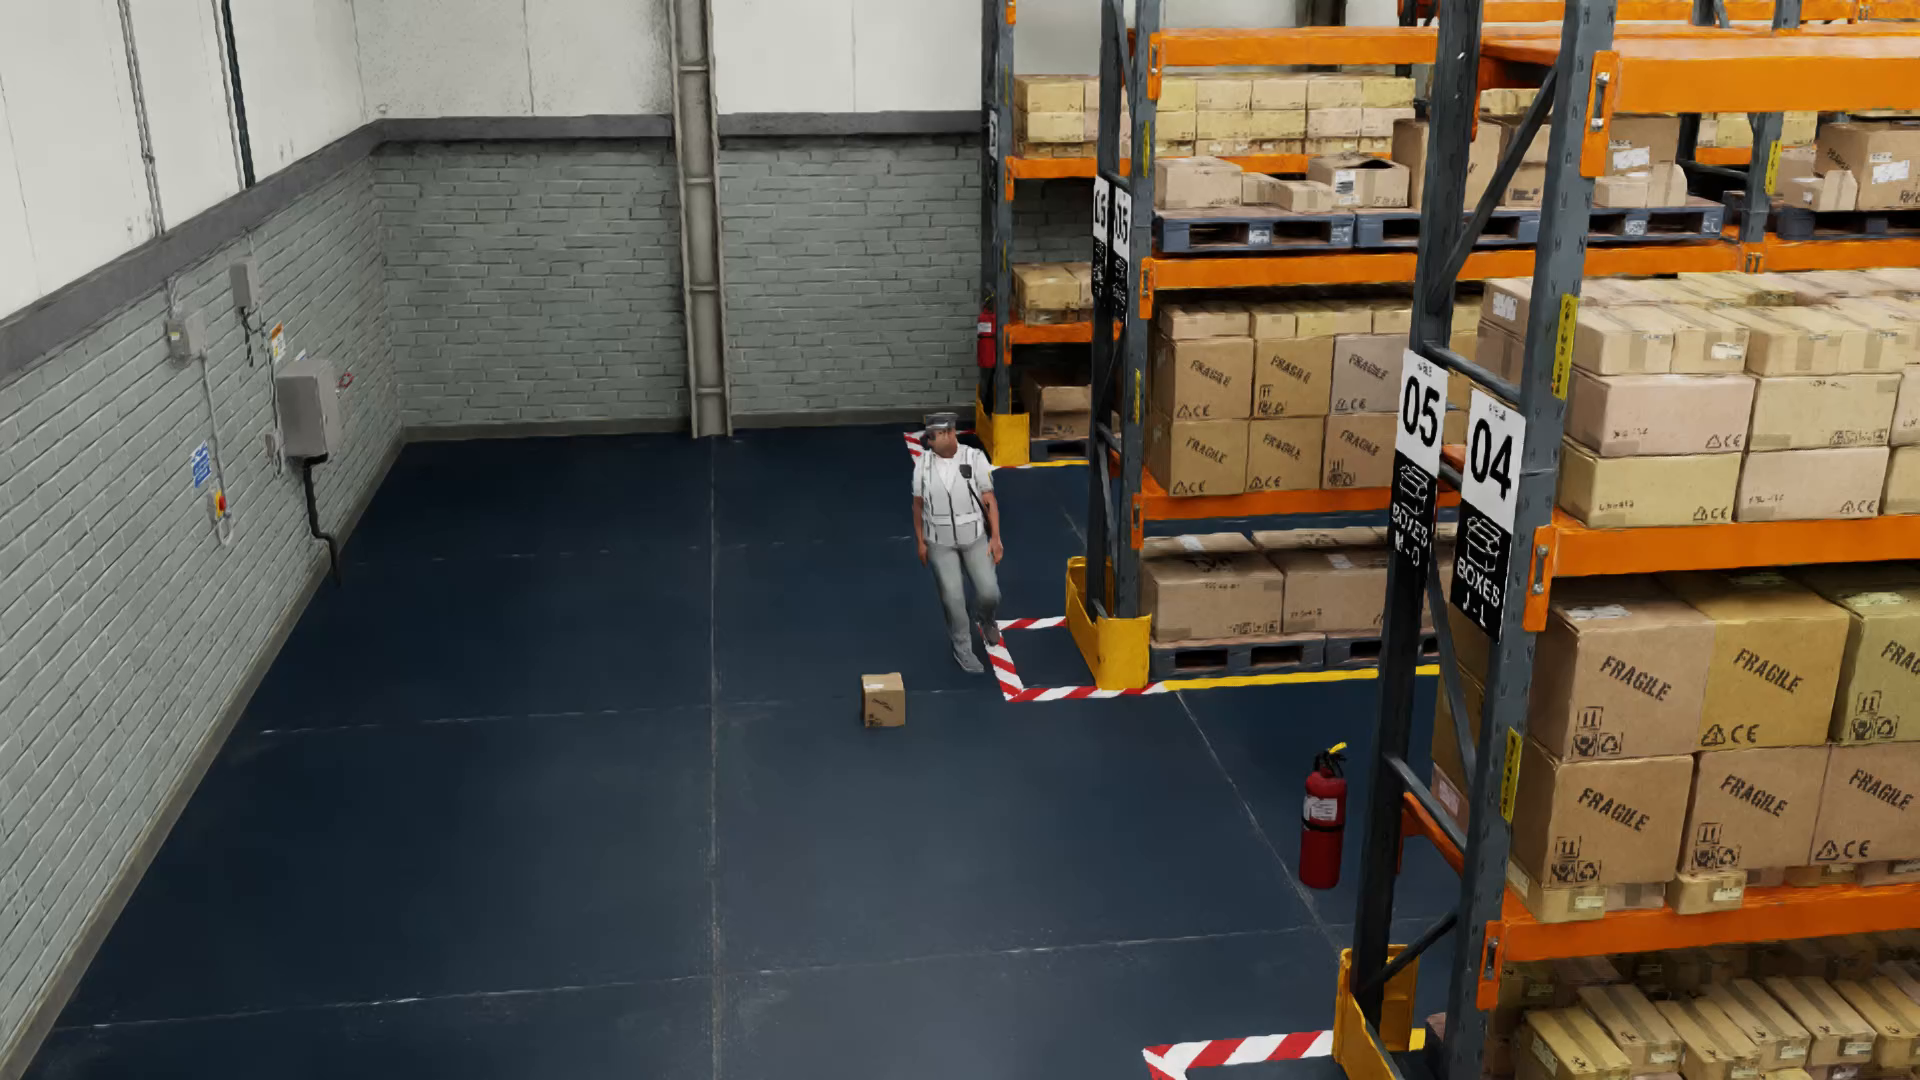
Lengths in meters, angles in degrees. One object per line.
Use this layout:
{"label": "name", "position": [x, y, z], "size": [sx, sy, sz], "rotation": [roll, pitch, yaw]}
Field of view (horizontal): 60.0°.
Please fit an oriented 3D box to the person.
{"label": "person", "position": [-0.015, -0.004, 11.122], "size": [0.600, 1.730, 0.556], "rotation": [-1, 20, -3]}
